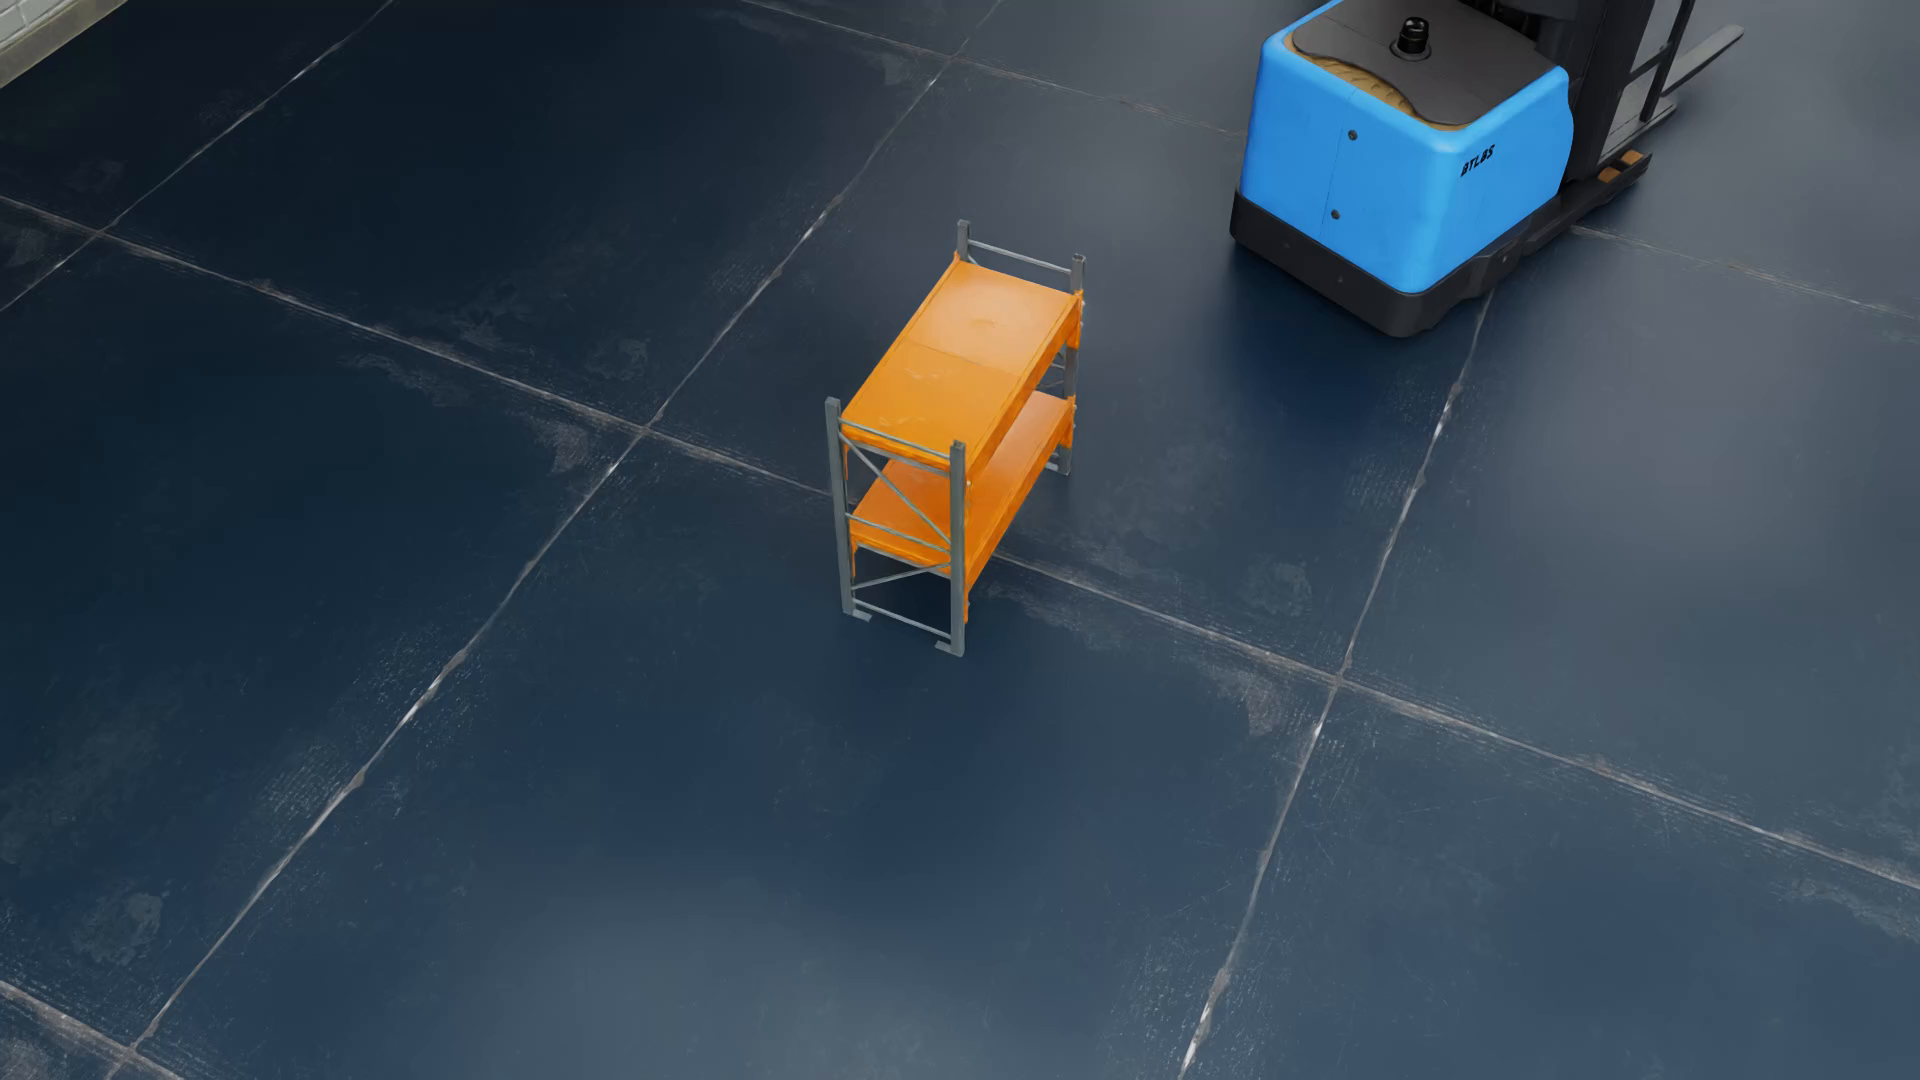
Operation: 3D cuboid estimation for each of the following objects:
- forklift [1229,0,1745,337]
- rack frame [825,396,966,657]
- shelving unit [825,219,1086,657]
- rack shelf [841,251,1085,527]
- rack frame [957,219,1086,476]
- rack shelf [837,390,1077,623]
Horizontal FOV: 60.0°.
[{"bbox_3d":[2.671,-2.823,7.043,3.031,2.935,1.130,-35,58,-26],"label":"forklift"},{"bbox_3d":[-0.214,-0.019,5.843,0.500,1.125,0.032,20,52,16],"label":"rack frame"},{"bbox_3d":[0.003,-0.369,6.141,0.538,1.125,1.048,20,52,16],"label":"shelving unit"},{"bbox_3d":[0.003,-0.559,5.918,0.538,0.278,1.000,20,52,16],"label":"rack shelf"},{"bbox_3d":[0.220,-0.719,6.439,0.500,1.125,0.032,20,52,16],"label":"rack frame"},{"bbox_3d":[0.003,-0.211,6.327,0.538,0.278,1.000,20,52,16],"label":"rack shelf"}]
